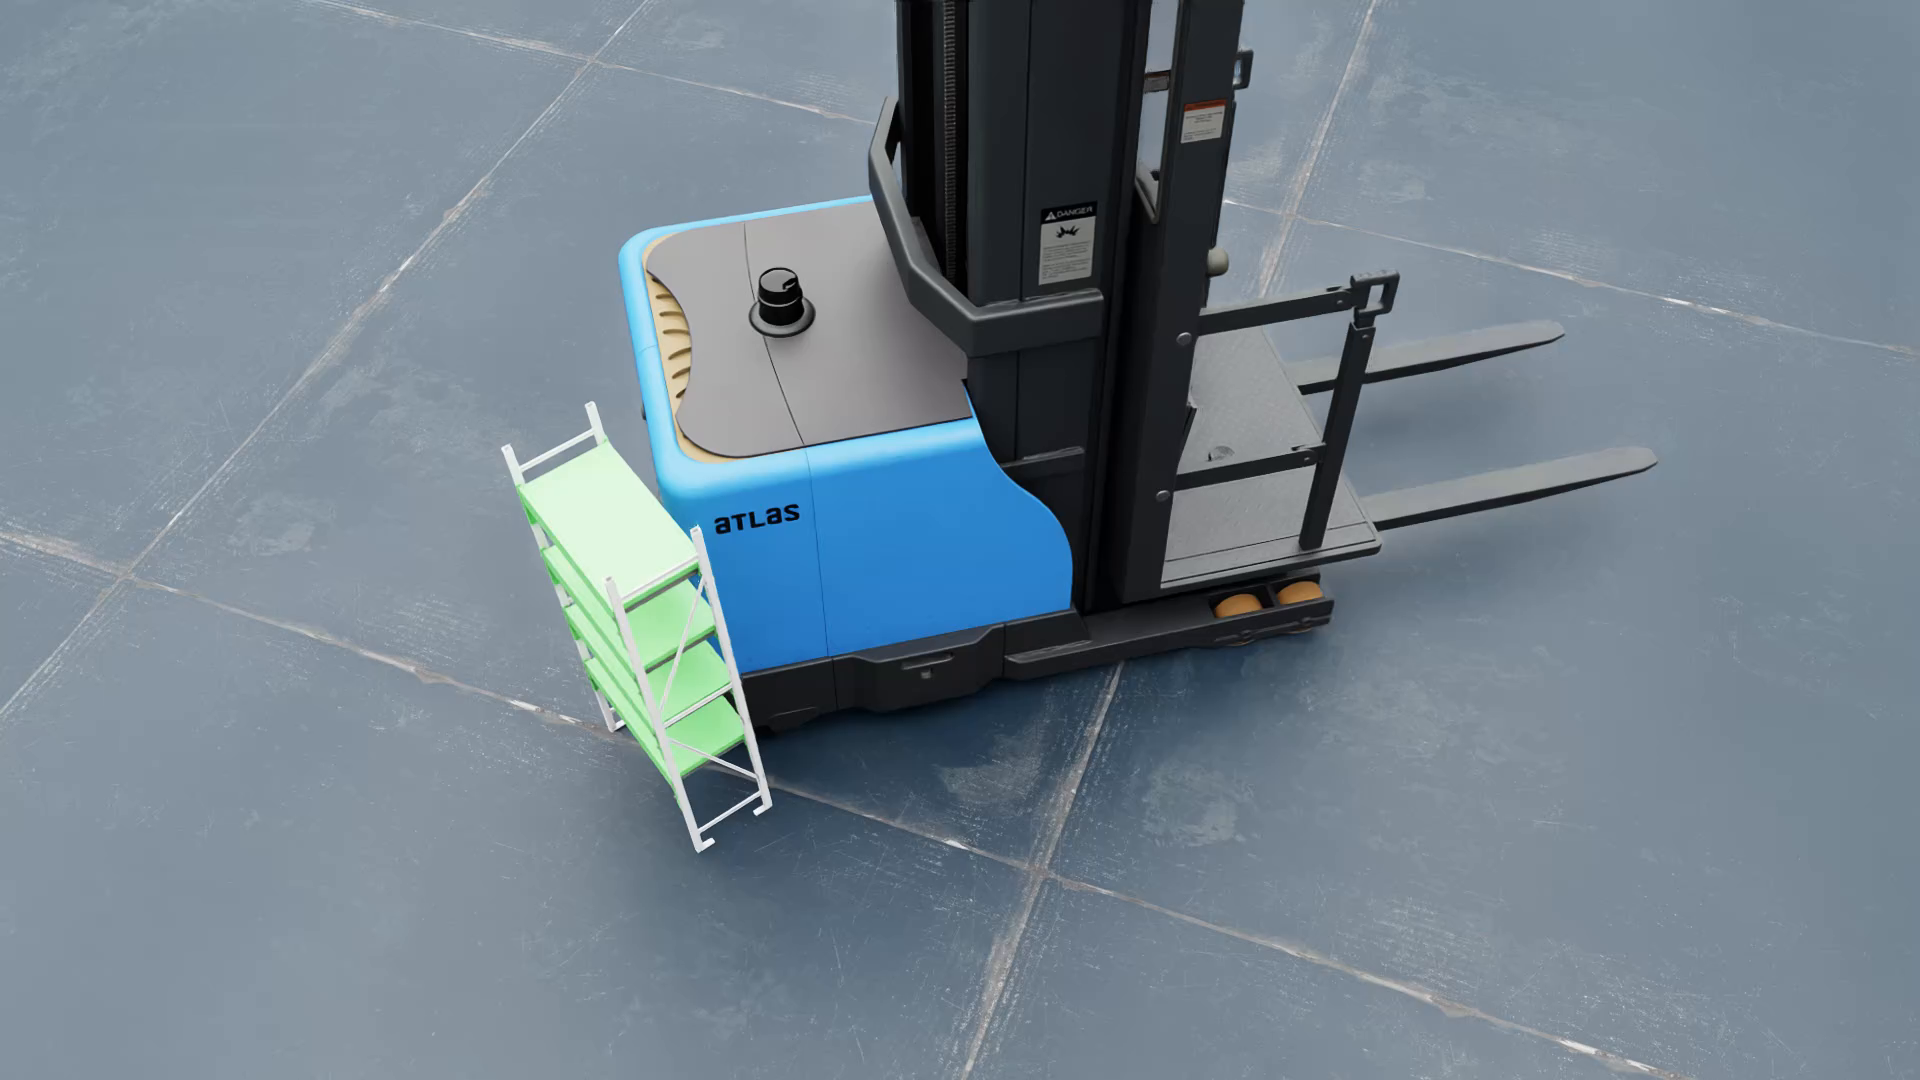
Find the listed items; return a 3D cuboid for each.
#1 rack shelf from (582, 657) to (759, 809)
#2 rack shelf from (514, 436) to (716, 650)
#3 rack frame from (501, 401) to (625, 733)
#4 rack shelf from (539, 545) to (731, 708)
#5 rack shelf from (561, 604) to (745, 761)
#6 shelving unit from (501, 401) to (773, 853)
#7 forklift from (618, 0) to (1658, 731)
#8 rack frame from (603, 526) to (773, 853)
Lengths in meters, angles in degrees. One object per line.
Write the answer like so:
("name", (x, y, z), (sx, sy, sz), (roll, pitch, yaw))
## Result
("rack shelf", (-0.776, 0.452, 4.456), (0.258, 0.148, 0.480), (-31, 56, -20))
("rack shelf", (-0.808, -0.001, 3.898), (0.258, 0.148, 0.480), (-31, 56, -20))
("rack frame", (-0.934, 0.113, 4.350), (0.240, 1.200, 0.015), (-31, 56, -20))
("rack shelf", (-0.797, 0.150, 4.084), (0.258, 0.148, 0.480), (-31, 56, -20))
("rack shelf", (-0.787, 0.301, 4.270), (0.258, 0.148, 0.480), (-31, 56, -20))
("shelving unit", (-0.790, 0.261, 4.221), (0.258, 1.200, 0.503), (-31, 56, -20))
("forklift", (0.624, -1.022, 4.196), (3.031, 2.935, 1.130), (-11, 50, -9))
("rack frame", (-0.645, 0.409, 4.092), (0.240, 1.200, 0.015), (-31, 56, -20))
